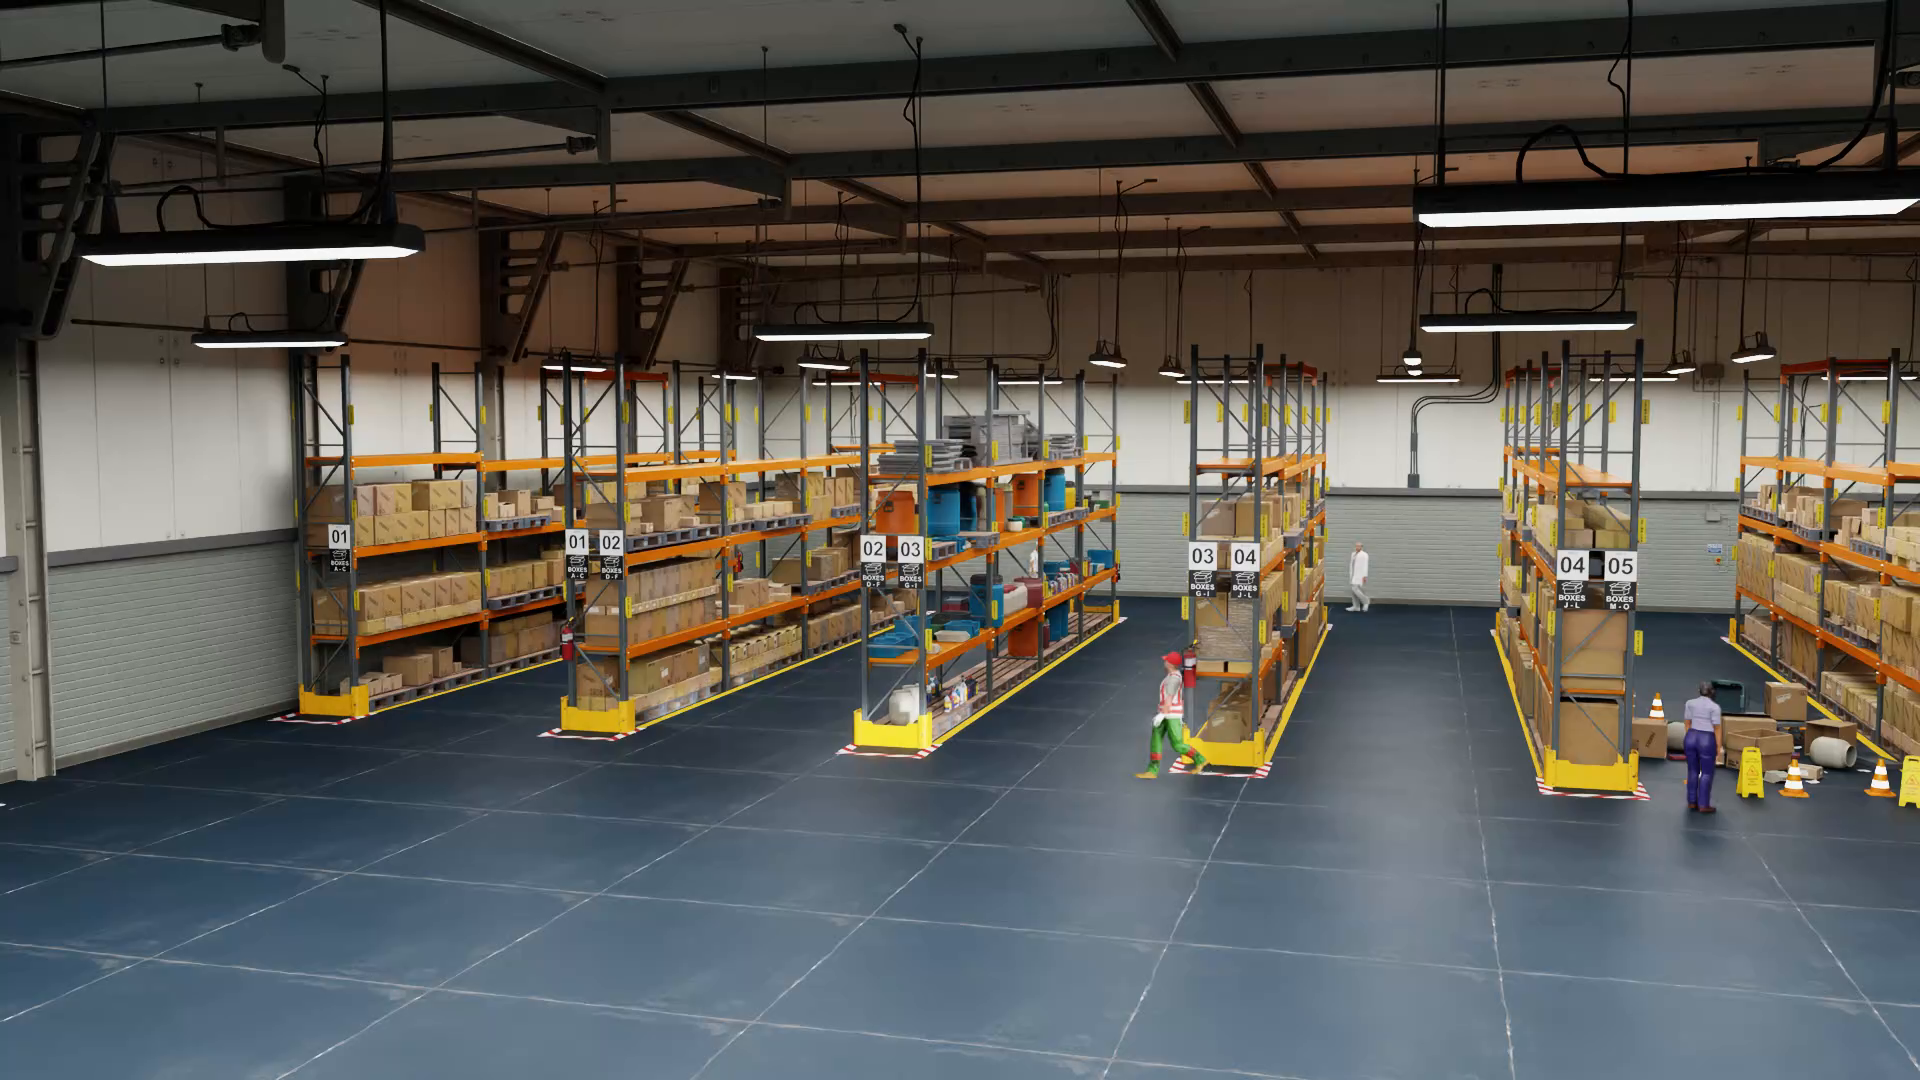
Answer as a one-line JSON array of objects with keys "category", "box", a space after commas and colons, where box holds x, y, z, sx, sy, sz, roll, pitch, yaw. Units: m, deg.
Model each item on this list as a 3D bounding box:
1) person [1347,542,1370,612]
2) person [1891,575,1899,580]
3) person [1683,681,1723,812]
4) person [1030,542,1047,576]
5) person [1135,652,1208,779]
[{"category": "person", "box": [10.142, 0.927, 42.310, 0.552, 1.780, 0.600, -1, 4, -9]}, {"category": "person", "box": [21.037, 1.316, 37.541, 0.744, 1.628, 0.620, 1, 4, 14]}, {"category": "person", "box": [9.388, 2.597, 20.998, 0.369, 1.658, 0.483, -3, 5, -36]}, {"category": "person", "box": [2.070, 0.844, 44.578, 0.857, 1.615, 0.529, 3, 5, 37]}, {"category": "person", "box": [2.917, 2.412, 22.806, 0.974, 1.767, 0.477, -1, 4, -17]}]
